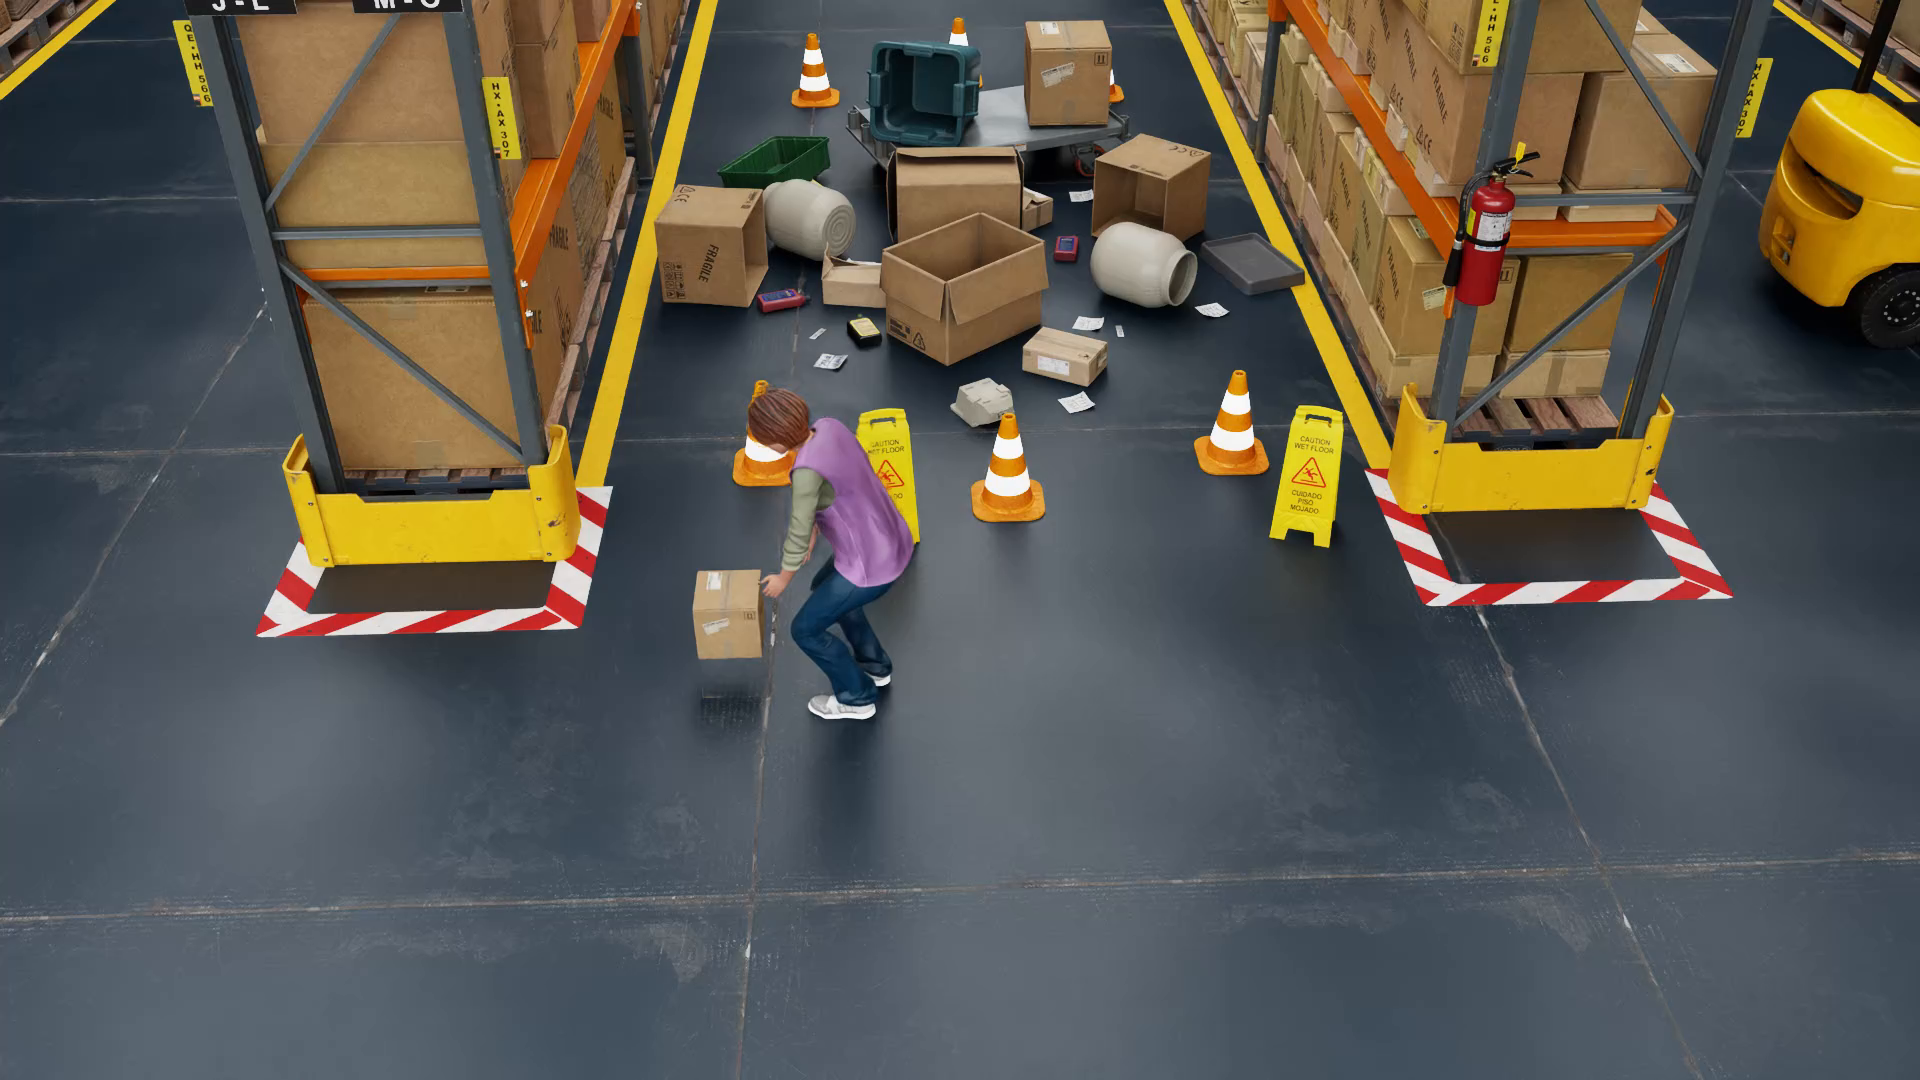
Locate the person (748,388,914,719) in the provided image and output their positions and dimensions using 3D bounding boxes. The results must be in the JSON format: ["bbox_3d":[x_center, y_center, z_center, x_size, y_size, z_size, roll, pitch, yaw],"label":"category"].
[{"bbox_3d":[-0.473,0.080,6.234,0.581,1.385,0.458,9,37,12],"label":"person"}]
